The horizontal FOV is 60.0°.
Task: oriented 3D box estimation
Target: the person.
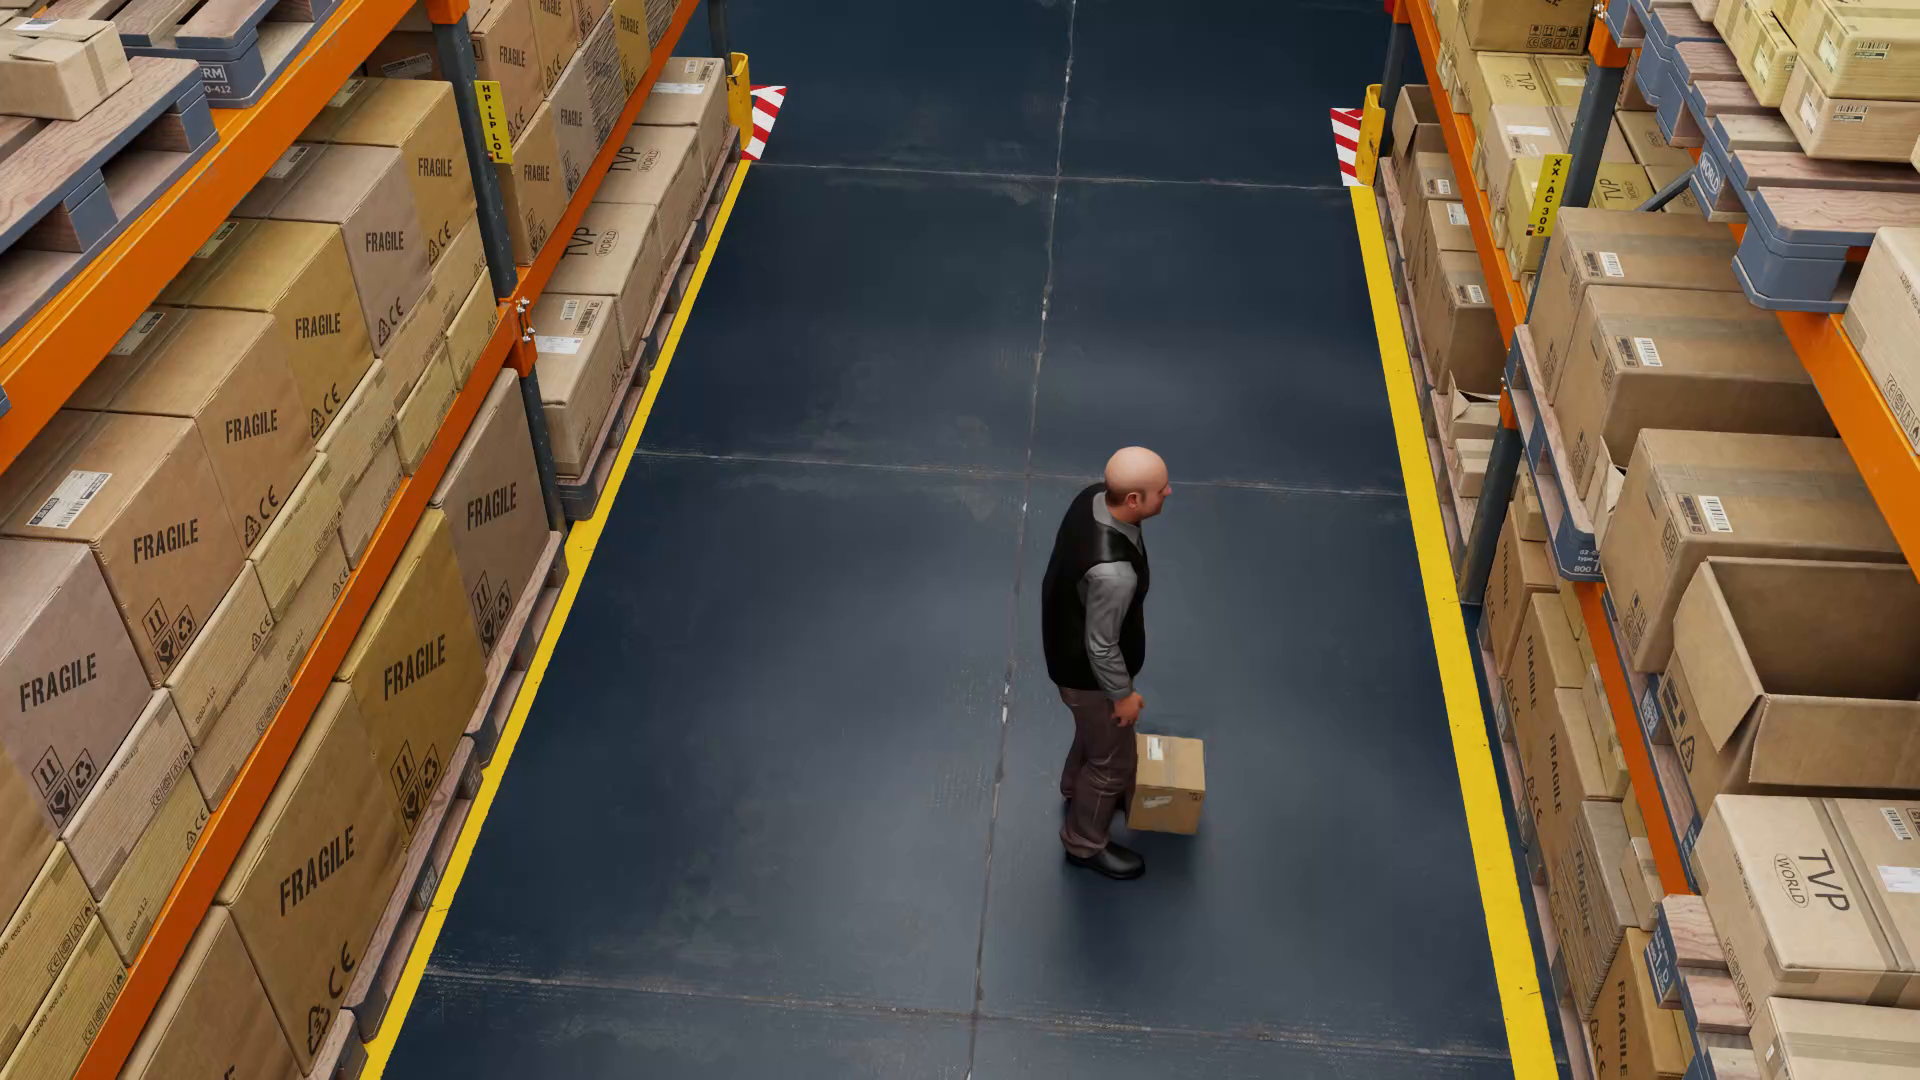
[{"bbox_3d":[0.482,0.395,5.699,0.423,1.722,0.568,2,40,2],"label":"person"}]
